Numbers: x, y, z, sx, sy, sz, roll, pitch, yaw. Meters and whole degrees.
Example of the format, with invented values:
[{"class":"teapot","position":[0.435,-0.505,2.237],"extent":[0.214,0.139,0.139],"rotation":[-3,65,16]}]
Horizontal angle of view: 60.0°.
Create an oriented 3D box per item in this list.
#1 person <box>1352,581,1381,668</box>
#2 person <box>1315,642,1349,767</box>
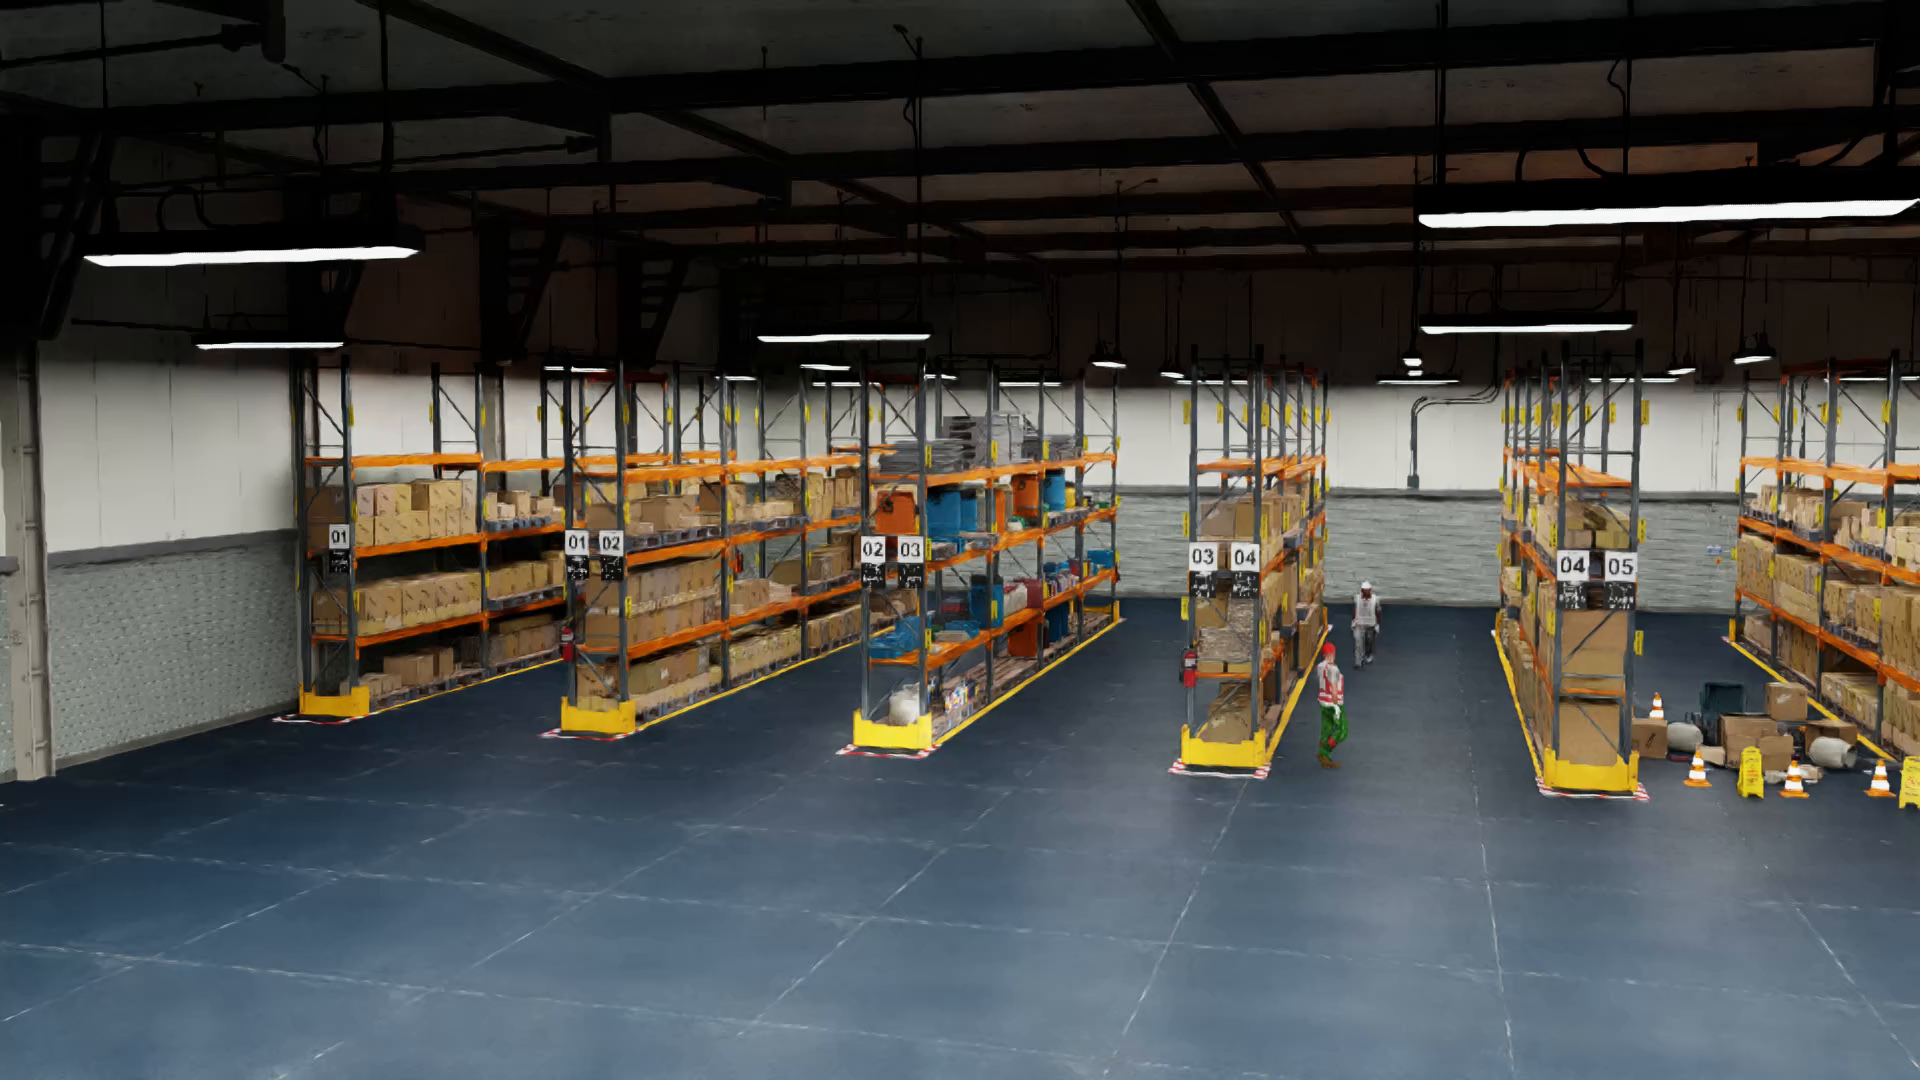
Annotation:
[{"class":"person","position":[8.081,1.657,33.085],"extent":[0.563,1.706,1.127],"rotation":[1,4,13]},{"class":"person","position":[5.235,2.340,23.587],"extent":[0.443,1.786,0.598],"rotation":[-1,4,-11]}]
